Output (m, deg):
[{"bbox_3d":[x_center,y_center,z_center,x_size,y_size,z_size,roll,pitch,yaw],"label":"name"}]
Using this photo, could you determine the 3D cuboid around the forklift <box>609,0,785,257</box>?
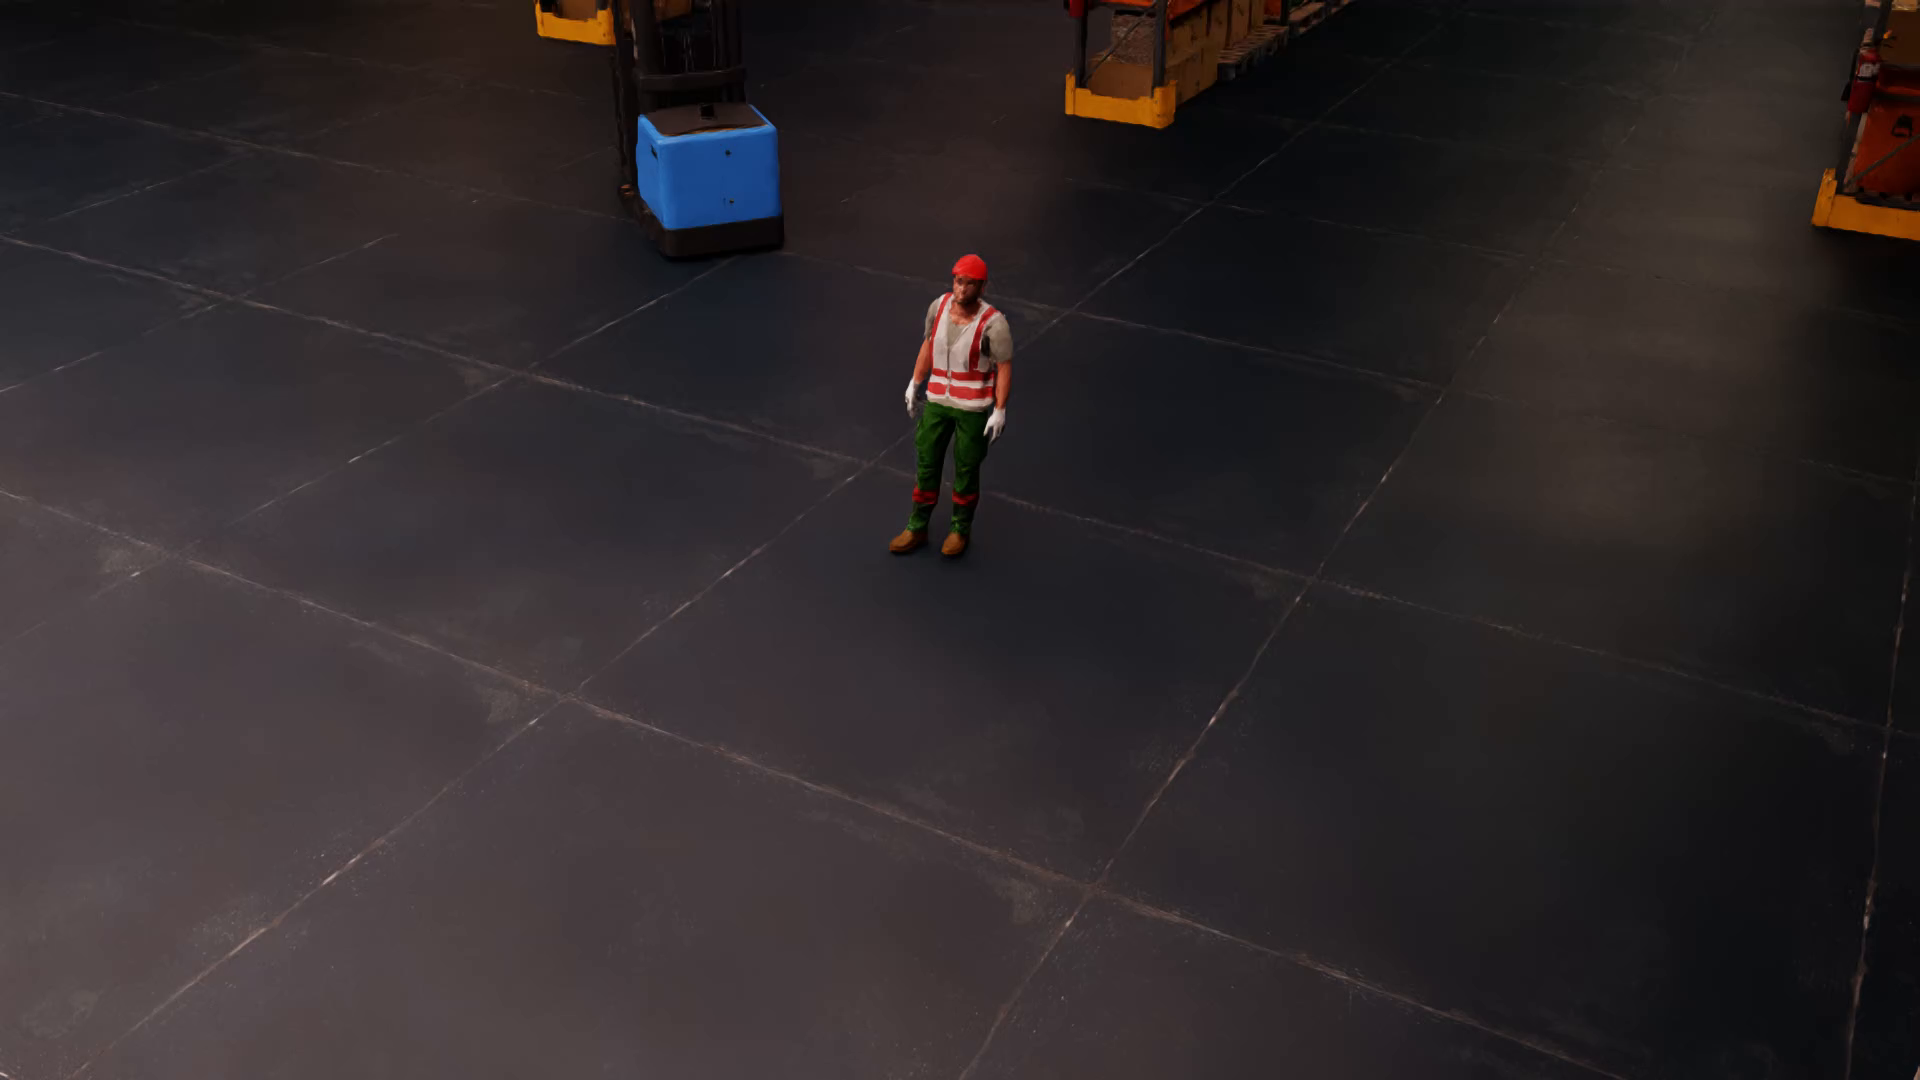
[{"bbox_3d":[-2.530,-4.372,14.647,1.130,2.935,3.031,-11,32,-19],"label":"forklift"}]

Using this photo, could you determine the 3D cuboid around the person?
[{"bbox_3d":[-0.049,-0.748,9.496,0.637,1.787,0.563,15,33,25],"label":"person"}]
